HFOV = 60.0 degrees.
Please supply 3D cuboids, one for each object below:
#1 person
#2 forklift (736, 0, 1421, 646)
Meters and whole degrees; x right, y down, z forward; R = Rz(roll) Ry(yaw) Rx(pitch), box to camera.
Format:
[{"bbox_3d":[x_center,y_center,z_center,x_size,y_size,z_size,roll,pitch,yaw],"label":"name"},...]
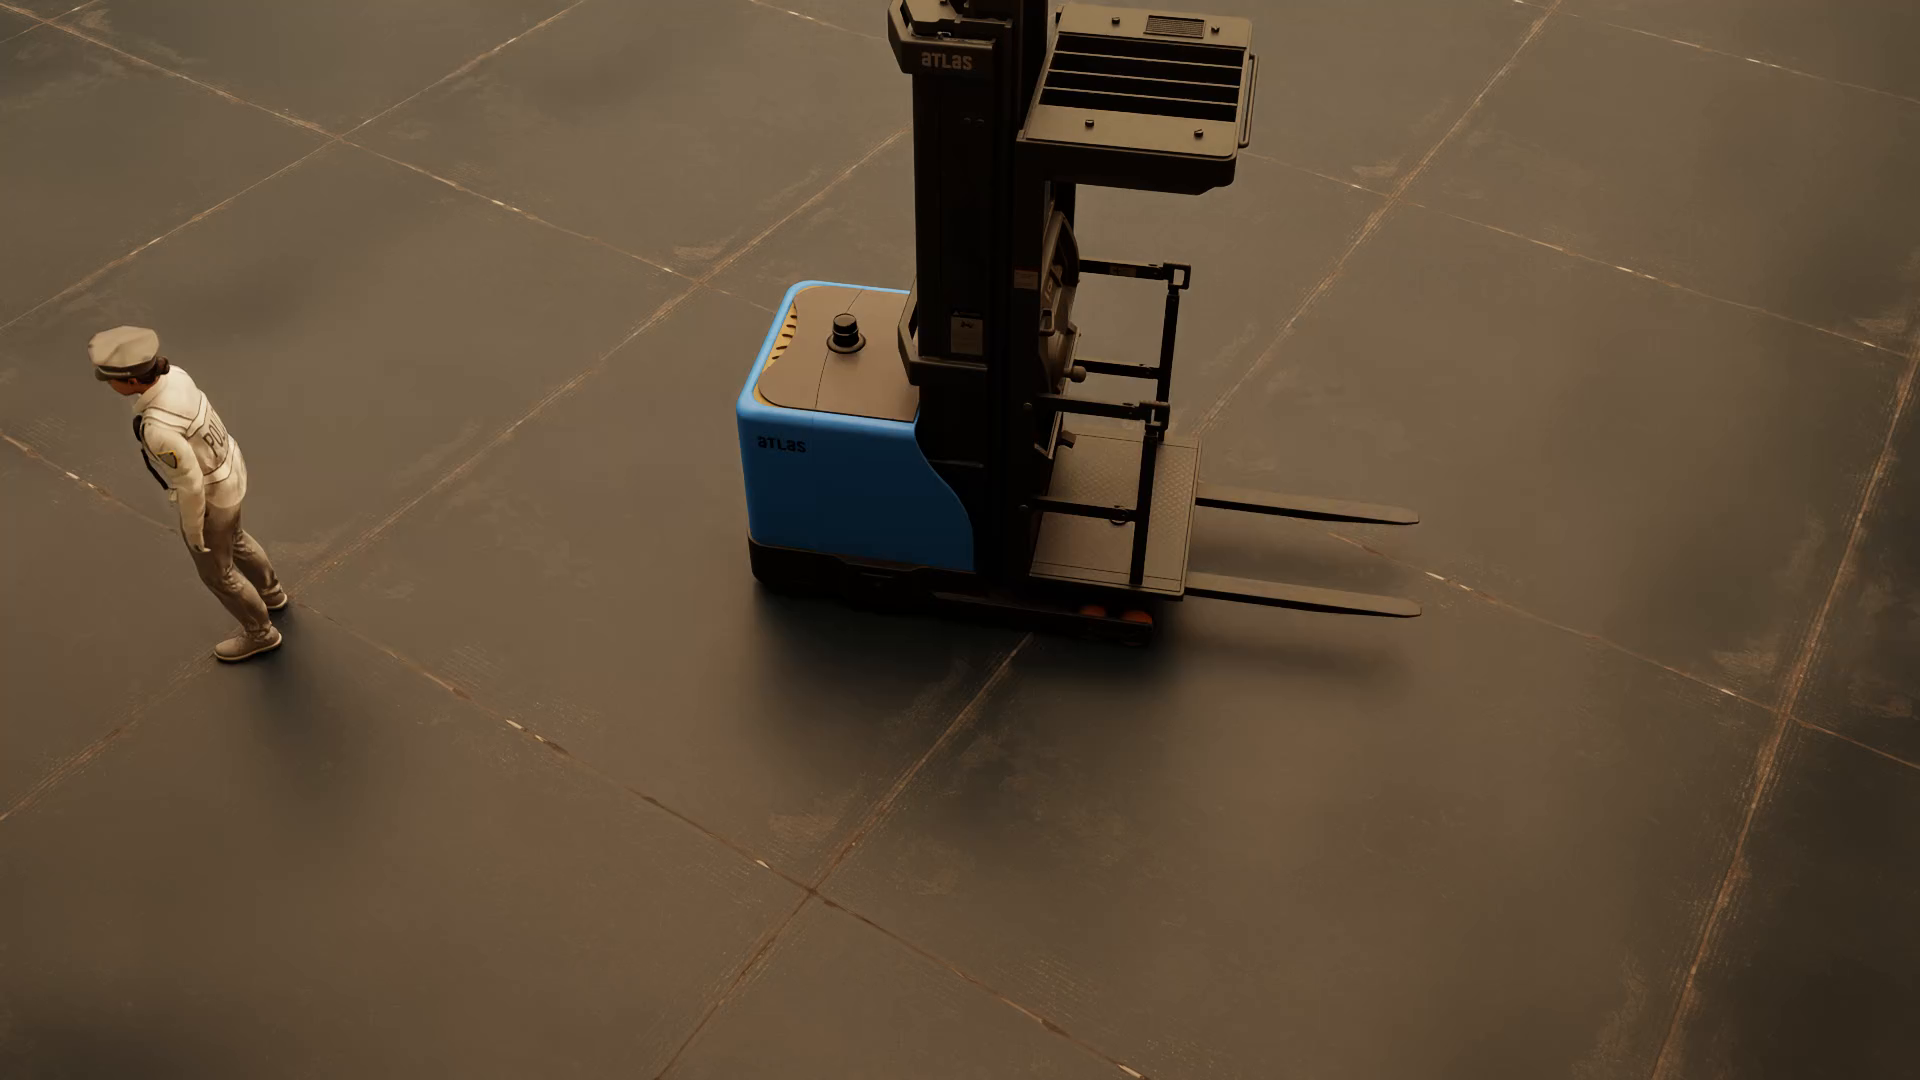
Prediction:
[{"bbox_3d":[-3.176,-0.188,6.971,0.373,1.662,0.536,-8,44,-9],"label":"person"},{"bbox_3d":[0.598,-0.987,6.890,3.031,2.935,1.130,7,44,8],"label":"forklift"}]
